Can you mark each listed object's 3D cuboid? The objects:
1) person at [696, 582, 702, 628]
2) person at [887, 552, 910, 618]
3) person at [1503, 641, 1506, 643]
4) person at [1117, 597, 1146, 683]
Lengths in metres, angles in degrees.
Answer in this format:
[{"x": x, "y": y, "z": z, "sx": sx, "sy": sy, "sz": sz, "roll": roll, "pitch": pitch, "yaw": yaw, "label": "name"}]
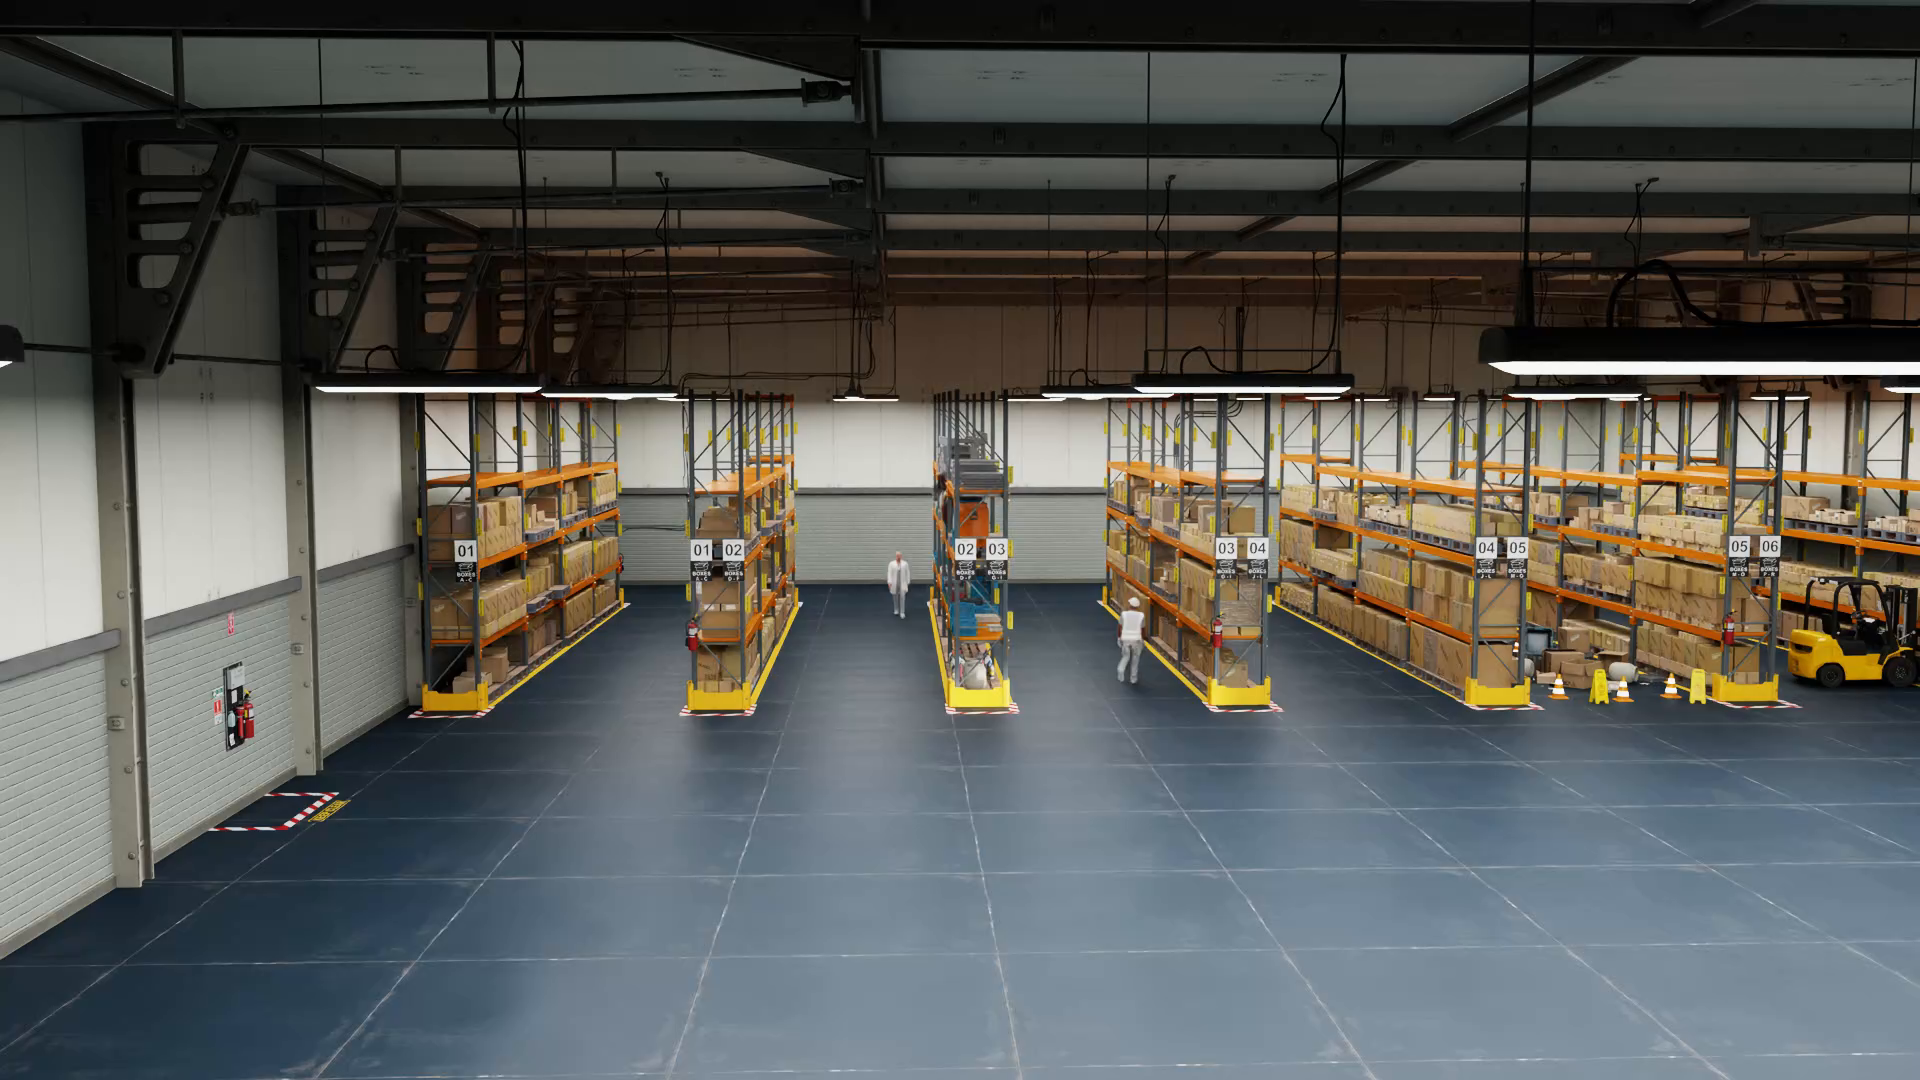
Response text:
[{"x": -6.589, "y": 1.382, "z": 42.394, "sx": 0.525, "sy": 1.792, "sz": 0.556, "roll": 1, "pitch": 5, "yaw": 8, "label": "person"}, {"x": -1.648, "y": 1.187, "z": 44.786, "sx": 0.618, "sy": 1.742, "sz": 1.046, "roll": 0, "pitch": 5, "yaw": -2, "label": "person"}, {"x": 12.749, "y": 1.686, "z": 39.460, "sx": 0.431, "sy": 1.669, "sz": 0.510, "roll": 2, "pitch": 5, "yaw": 20, "label": "person"}, {"x": 3.508, "y": 2.054, "z": 34.007, "sx": 0.544, "sy": 1.772, "sz": 0.668, "roll": 3, "pitch": 5, "yaw": 31, "label": "person"}]
